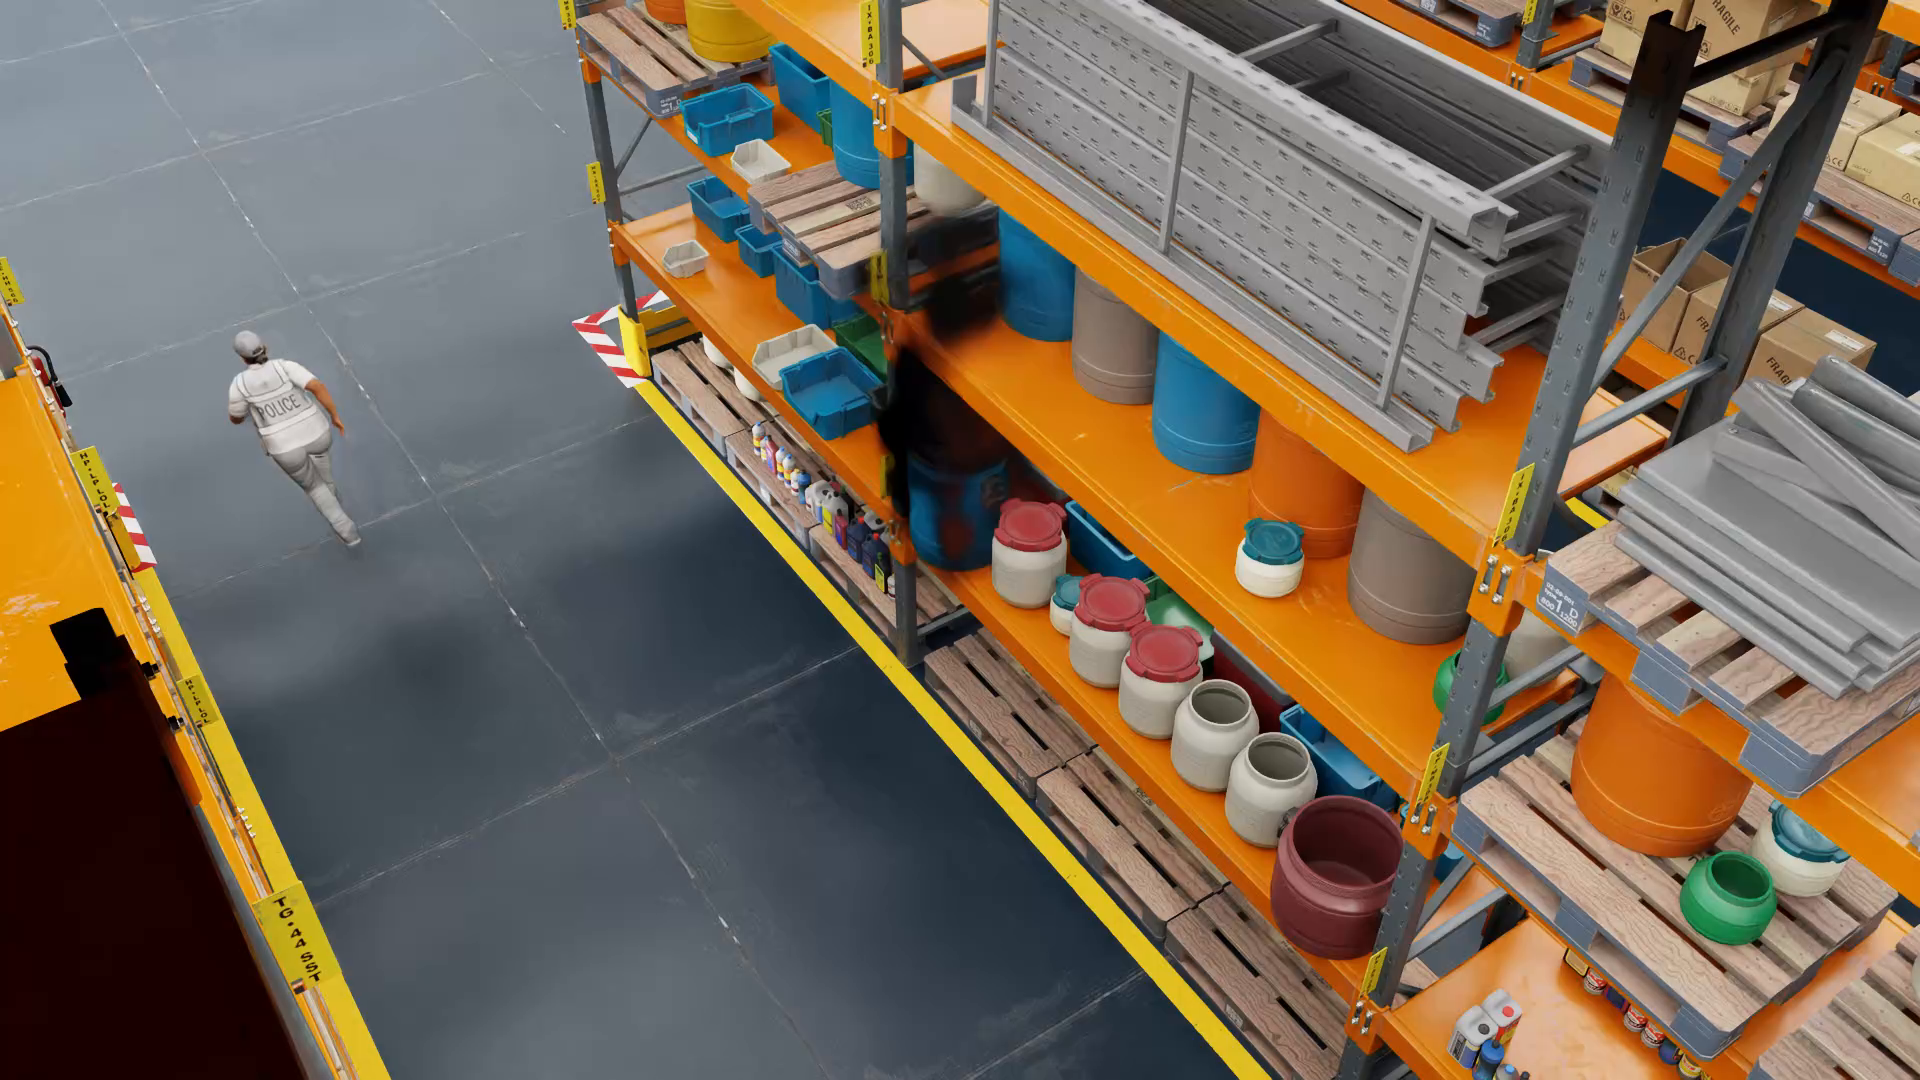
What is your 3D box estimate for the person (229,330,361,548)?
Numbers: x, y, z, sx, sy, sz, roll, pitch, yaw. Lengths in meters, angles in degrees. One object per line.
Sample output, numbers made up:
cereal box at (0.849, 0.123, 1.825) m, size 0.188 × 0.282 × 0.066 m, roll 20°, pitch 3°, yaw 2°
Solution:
person at (-4.438, -0.639, 11.105) m, size 0.607 × 1.560 × 1.001 m, roll -26°, pitch 49°, yaw -26°
